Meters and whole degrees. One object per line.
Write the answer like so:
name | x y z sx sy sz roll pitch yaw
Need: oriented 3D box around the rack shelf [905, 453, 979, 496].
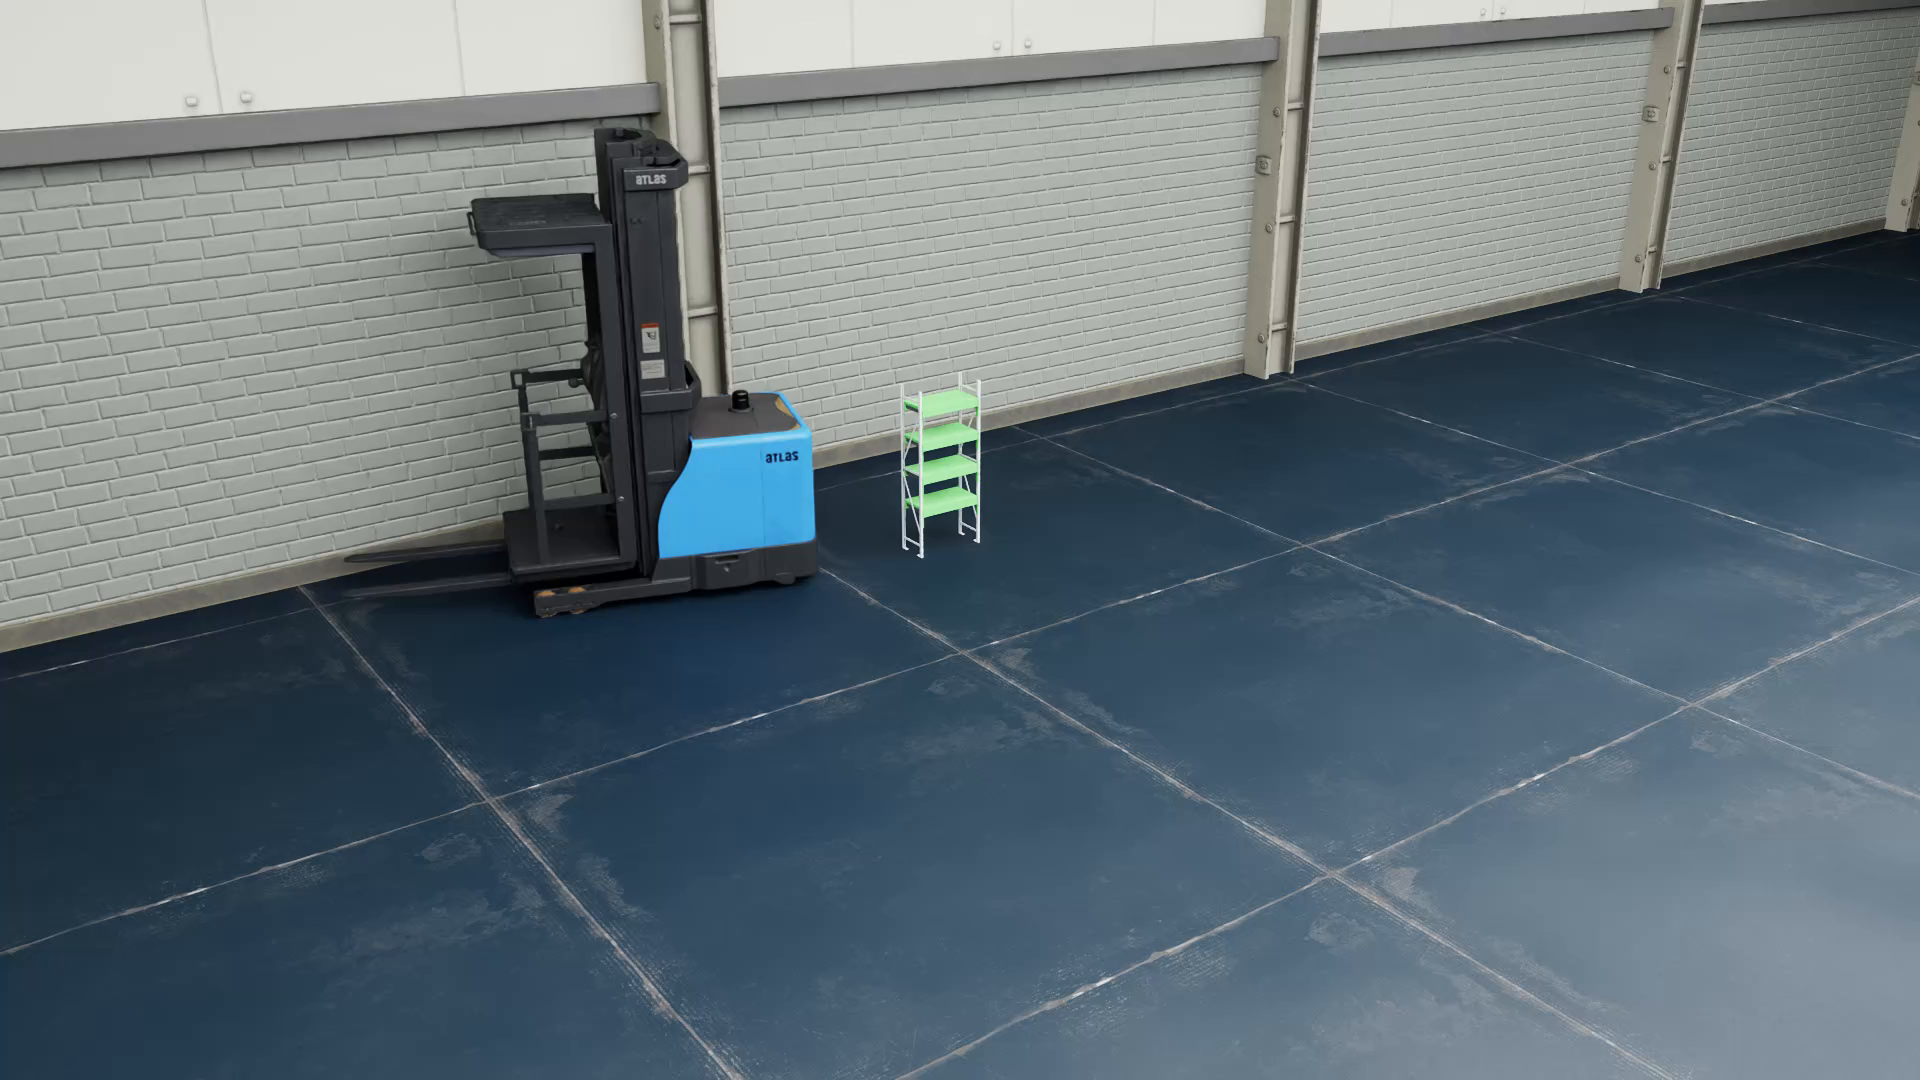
rack shelf | -0.134 -0.462 11.608 0.480 0.148 0.258 -15 26 -33

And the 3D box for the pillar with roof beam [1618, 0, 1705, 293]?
pillar with roof beam | 10.331 -5.789 14.261 0.400 9.000 9.100 -15 26 -33

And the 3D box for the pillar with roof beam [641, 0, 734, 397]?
pillar with roof beam | 0.590 -3.191 7.752 0.400 9.000 9.100 -15 26 -33

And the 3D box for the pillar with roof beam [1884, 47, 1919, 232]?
pillar with roof beam | 15.202 -7.088 17.516 0.400 9.000 9.100 -15 26 -33

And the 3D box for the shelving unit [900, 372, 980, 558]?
shelving unit | -0.134 -0.521 11.584 0.503 1.200 0.258 -15 26 -33

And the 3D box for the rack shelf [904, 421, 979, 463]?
rack shelf | -0.134 -0.685 11.519 0.480 0.148 0.258 -15 26 -33

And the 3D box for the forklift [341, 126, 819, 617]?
forklift | -2.528 -1.084 10.658 3.031 2.935 1.130 -7 23 -16

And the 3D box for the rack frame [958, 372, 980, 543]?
rack frame | 0.064 -0.574 11.717 0.015 1.200 0.240 -15 26 -33

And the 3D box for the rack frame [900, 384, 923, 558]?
rack frame | -0.332 -0.469 11.452 0.015 1.200 0.240 -15 26 -33

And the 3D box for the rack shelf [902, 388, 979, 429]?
rack shelf | -0.134 -0.908 11.430 0.480 0.148 0.258 -15 26 -33

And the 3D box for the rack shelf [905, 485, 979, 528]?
rack shelf | -0.134 -0.239 11.697 0.480 0.148 0.258 -15 26 -33

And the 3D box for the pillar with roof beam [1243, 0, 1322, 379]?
pillar with roof beam | 5.461 -4.490 11.007 0.400 9.000 9.100 -15 26 -33
